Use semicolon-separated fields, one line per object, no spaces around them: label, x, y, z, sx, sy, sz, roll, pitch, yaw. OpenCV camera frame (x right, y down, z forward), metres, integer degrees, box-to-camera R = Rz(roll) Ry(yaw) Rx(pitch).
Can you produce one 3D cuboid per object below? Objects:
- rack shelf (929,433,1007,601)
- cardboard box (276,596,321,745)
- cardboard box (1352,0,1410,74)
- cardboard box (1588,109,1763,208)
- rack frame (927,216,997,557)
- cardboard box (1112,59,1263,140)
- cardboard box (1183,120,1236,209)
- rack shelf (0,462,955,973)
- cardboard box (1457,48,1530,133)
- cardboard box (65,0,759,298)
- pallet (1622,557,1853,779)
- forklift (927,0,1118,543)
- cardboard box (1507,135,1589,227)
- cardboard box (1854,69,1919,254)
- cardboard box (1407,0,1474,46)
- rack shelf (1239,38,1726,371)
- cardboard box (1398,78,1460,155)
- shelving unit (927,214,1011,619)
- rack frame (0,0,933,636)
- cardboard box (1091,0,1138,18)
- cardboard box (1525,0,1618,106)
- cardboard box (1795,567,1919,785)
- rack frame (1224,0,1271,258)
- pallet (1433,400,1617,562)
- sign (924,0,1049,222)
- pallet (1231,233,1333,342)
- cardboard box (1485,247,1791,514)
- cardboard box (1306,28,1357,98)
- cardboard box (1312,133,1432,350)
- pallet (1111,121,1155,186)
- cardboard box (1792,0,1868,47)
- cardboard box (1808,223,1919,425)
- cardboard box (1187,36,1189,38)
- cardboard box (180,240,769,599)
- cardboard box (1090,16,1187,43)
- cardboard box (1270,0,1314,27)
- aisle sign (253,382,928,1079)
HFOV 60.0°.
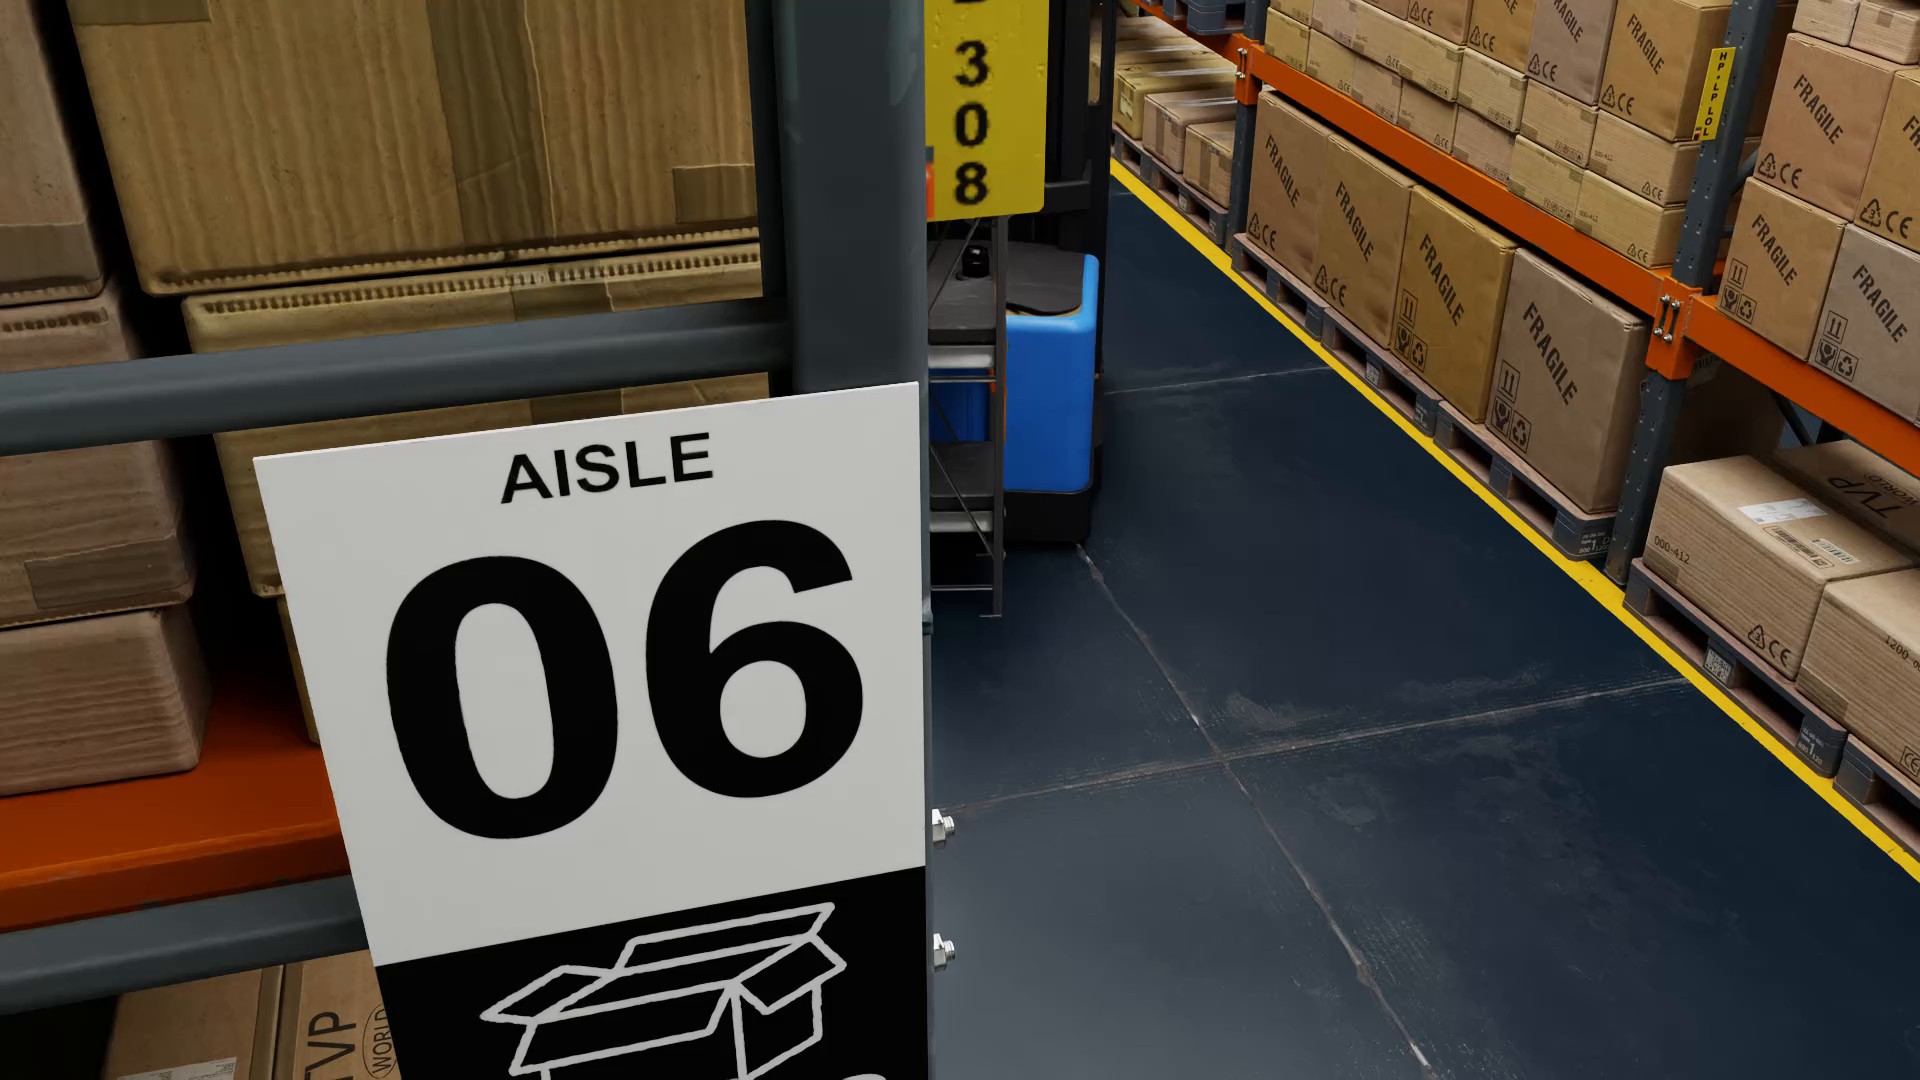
rack shelf;-0.040;-0.097;6.746;0.431;0.518;0.480;-1;30;-1
cardboard box;-0.378;0.025;1.469;0.380;0.149;0.250;-7;31;-12
cardboard box;2.297;-2.508;8.240;0.500;0.250;0.500;-8;31;-13
cardboard box;2.854;-1.527;6.544;0.500;0.250;0.500;-8;31;-13
rack frame;-0.046;-0.837;6.599;0.400;2.100;0.015;-1;30;-1
cardboard box;1.604;-3.167;11.932;0.950;0.372;0.625;-7;31;-12
cardboard box;2.003;-2.445;10.684;0.950;0.372;0.625;-10;32;-17
rack shelf;-1.048;-0.554;2.936;1.077;0.370;4.000;-8;31;-13
cardboard box;2.571;-2.016;7.390;0.500;0.250;0.500;-7;31;-12
cardboard box;-0.393;-0.427;1.353;0.500;0.250;0.500;-8;31;-14
pallet;3.332;0.390;6.365;1.003;0.211;1.213;-8;31;-13
forklift;0.164;-1.968;7.724;1.130;2.935;3.031;3;30;4
cardboard box;2.709;-1.559;7.099;0.500;0.250;0.500;-8;31;-14
cardboard box;3.226;-1.164;5.168;0.500;0.500;0.500;-8;31;-14
cardboard box;2.433;-2.597;7.645;0.500;0.500;0.500;-7;31;-12
rack shelf;2.675;-1.849;8.168;1.077;0.370;4.000;-8;31;-13
cardboard box;2.452;-2.054;7.954;0.500;0.250;0.500;-8;31;-13
shelving unit;-0.040;-0.714;6.388;0.431;2.100;0.503;-1;30;-1
rack frame;-0.517;-1.197;0.335;1.000;3.000;0.127;-8;31;-13
cardboard box;1.186;-4.695;13.945;0.500;0.500;0.500;-6;31;-11
cardboard box;2.700;-2.102;6.789;0.500;0.500;0.500;-7;31;-12
cardboard box;3.507;0.482;5.561;0.875;0.438;0.875;-9;31;-15
rack frame;2.144;-3.126;9.657;1.000;3.000;0.127;-8;31;-13
pallet;2.928;-0.350;7.644;1.003;0.211;1.213;-8;31;-13
sign;0.006;-0.349;0.993;0.100;0.325;0.005;-8;31;-13
pallet;2.280;-1.529;9.680;1.003;0.211;1.213;-8;31;-13
cardboard box;2.964;-0.745;7.245;0.875;0.875;0.875;-7;31;-12
cardboard box;2.184;-2.546;8.804;0.500;0.250;0.500;-9;31;-15
cardboard box;2.480;-1.613;8.743;0.875;0.875;0.875;-7;31;-13
pallet;1.618;-2.885;12.024;1.003;0.211;1.213;-8;31;-13
cardboard box;3.039;-1.764;5.558;0.380;0.149;0.250;-8;31;-14
cardboard box;3.207;-0.733;5.422;0.500;0.500;0.500;-8;31;-13
cardboard box;2.110;-4.676;14.827;0.500;0.500;0.500;13;32;21
cardboard box;-0.372;-0.213;1.483;0.500;0.250;0.500;-8;31;-14
cardboard box;1.224;-3.850;13.111;0.950;0.372;0.625;-7;31;-13
cardboard box;2.040;-3.000;9.090;0.500;0.250;0.500;-8;31;-14
aisle sign;-0.216;0.268;1.198;0.394;0.787;0.004;-8;31;-13
